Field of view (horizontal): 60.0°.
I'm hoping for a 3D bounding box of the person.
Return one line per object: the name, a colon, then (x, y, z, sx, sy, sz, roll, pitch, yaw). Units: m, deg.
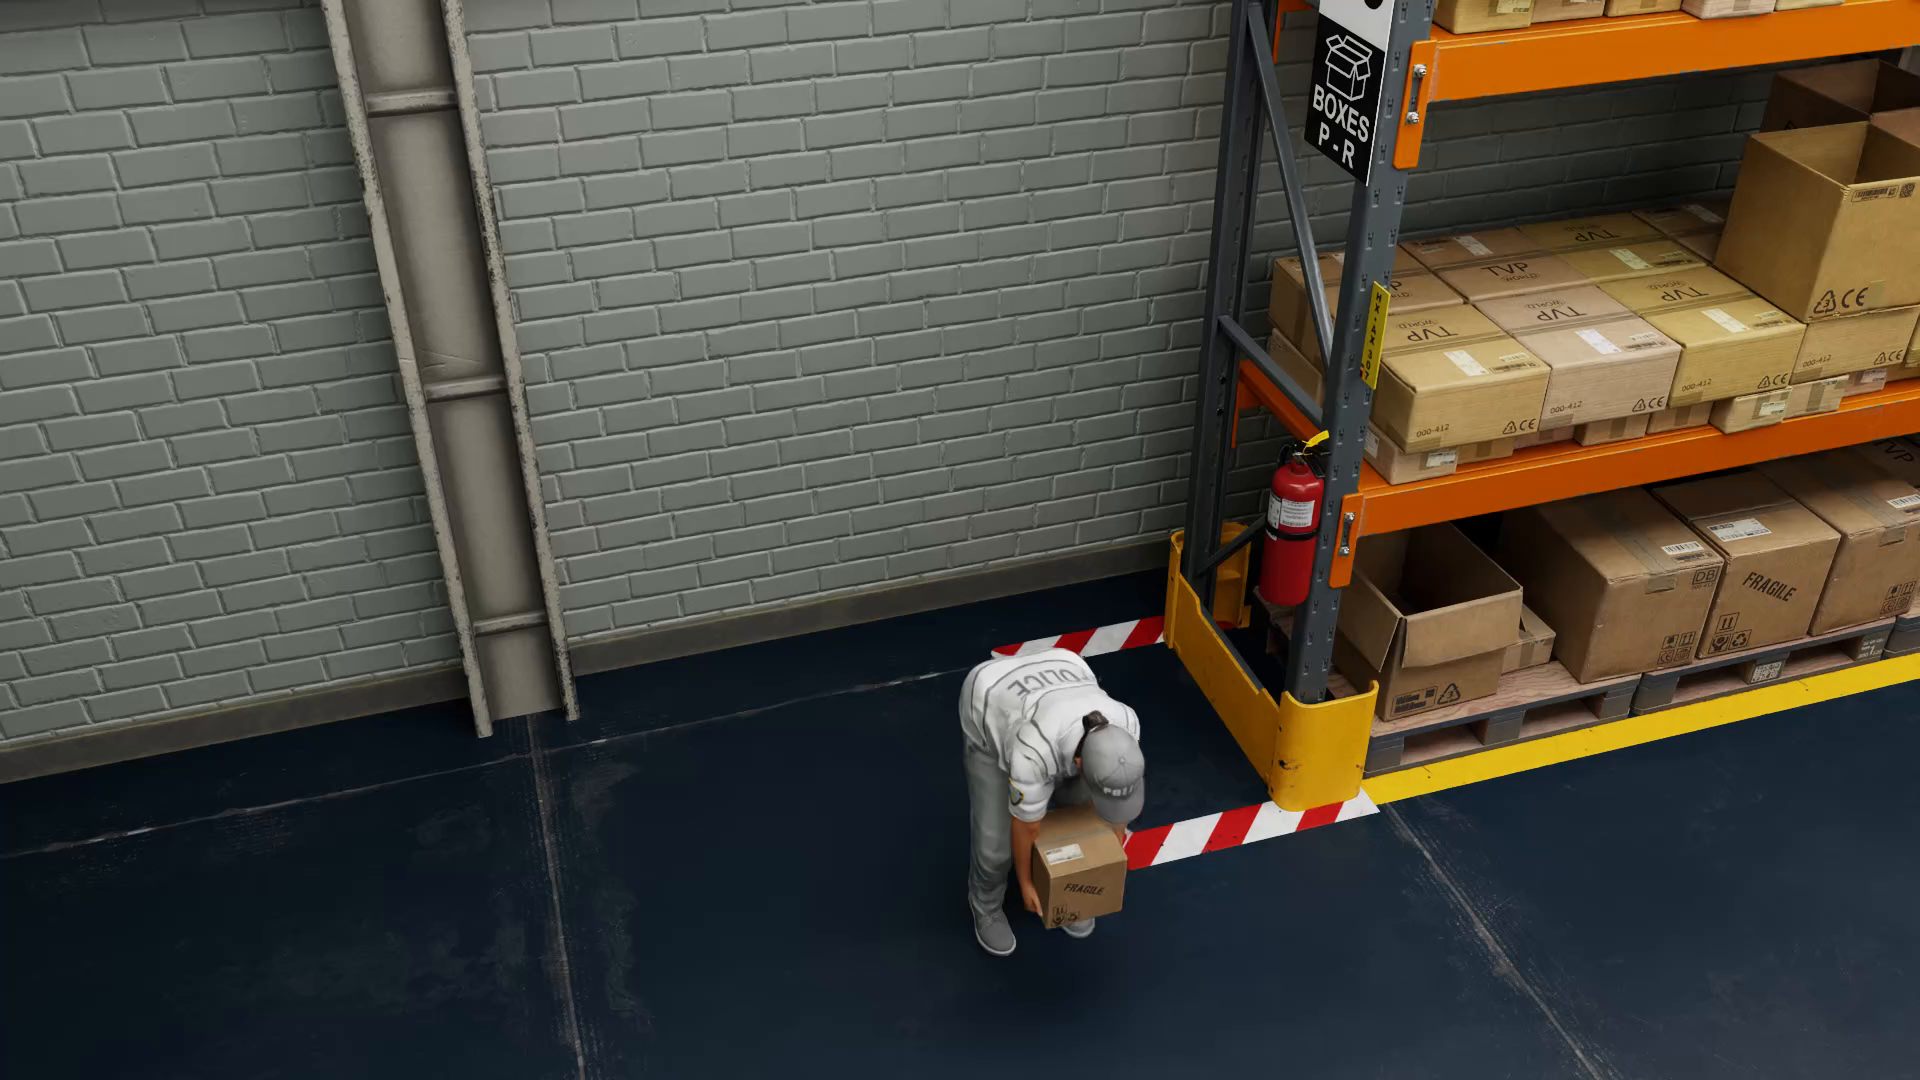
person: (0.299, 0.877, 5.213, 0.458, 1.260, 0.901, -11, 36, -16)
